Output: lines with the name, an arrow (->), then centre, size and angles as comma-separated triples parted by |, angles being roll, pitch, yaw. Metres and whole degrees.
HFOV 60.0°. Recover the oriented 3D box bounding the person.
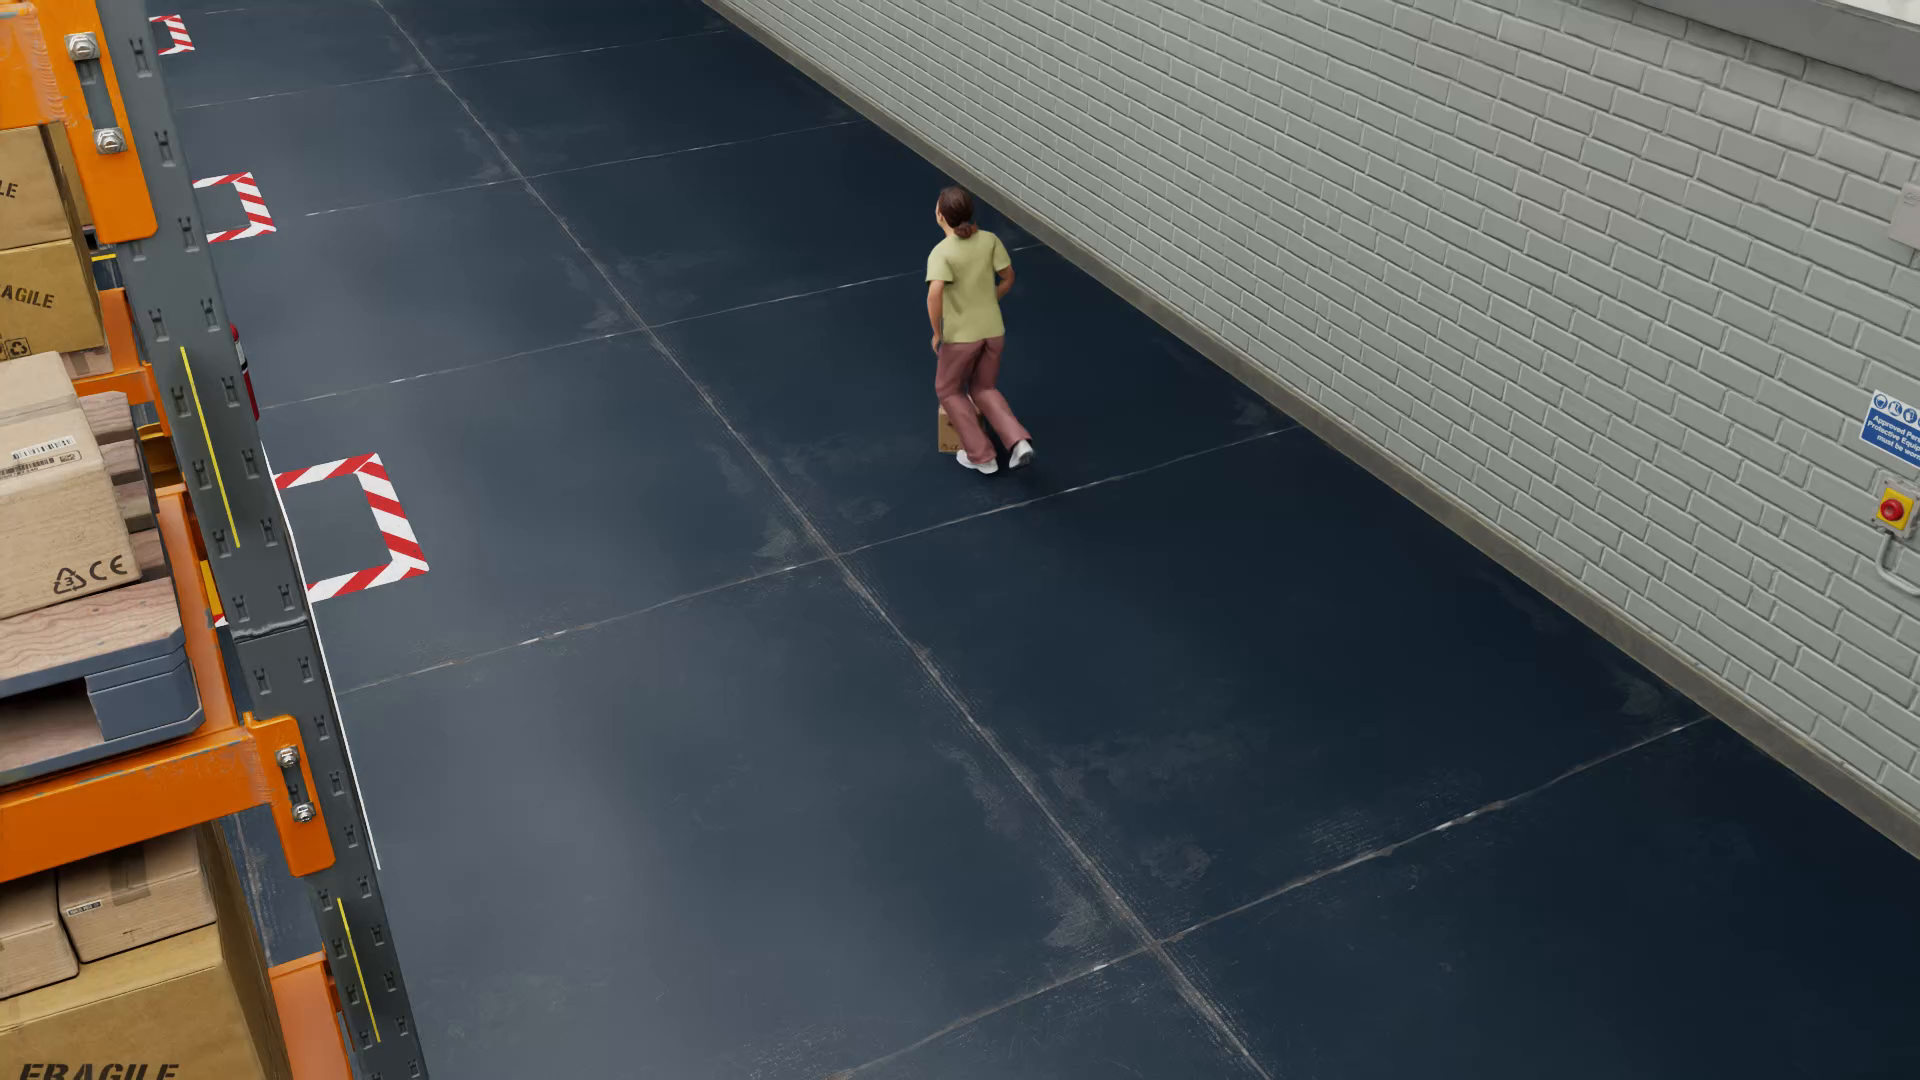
person -> 0.098, -1.037, 8.825 | 0.585, 1.580, 0.752 | -20, 38, -27
